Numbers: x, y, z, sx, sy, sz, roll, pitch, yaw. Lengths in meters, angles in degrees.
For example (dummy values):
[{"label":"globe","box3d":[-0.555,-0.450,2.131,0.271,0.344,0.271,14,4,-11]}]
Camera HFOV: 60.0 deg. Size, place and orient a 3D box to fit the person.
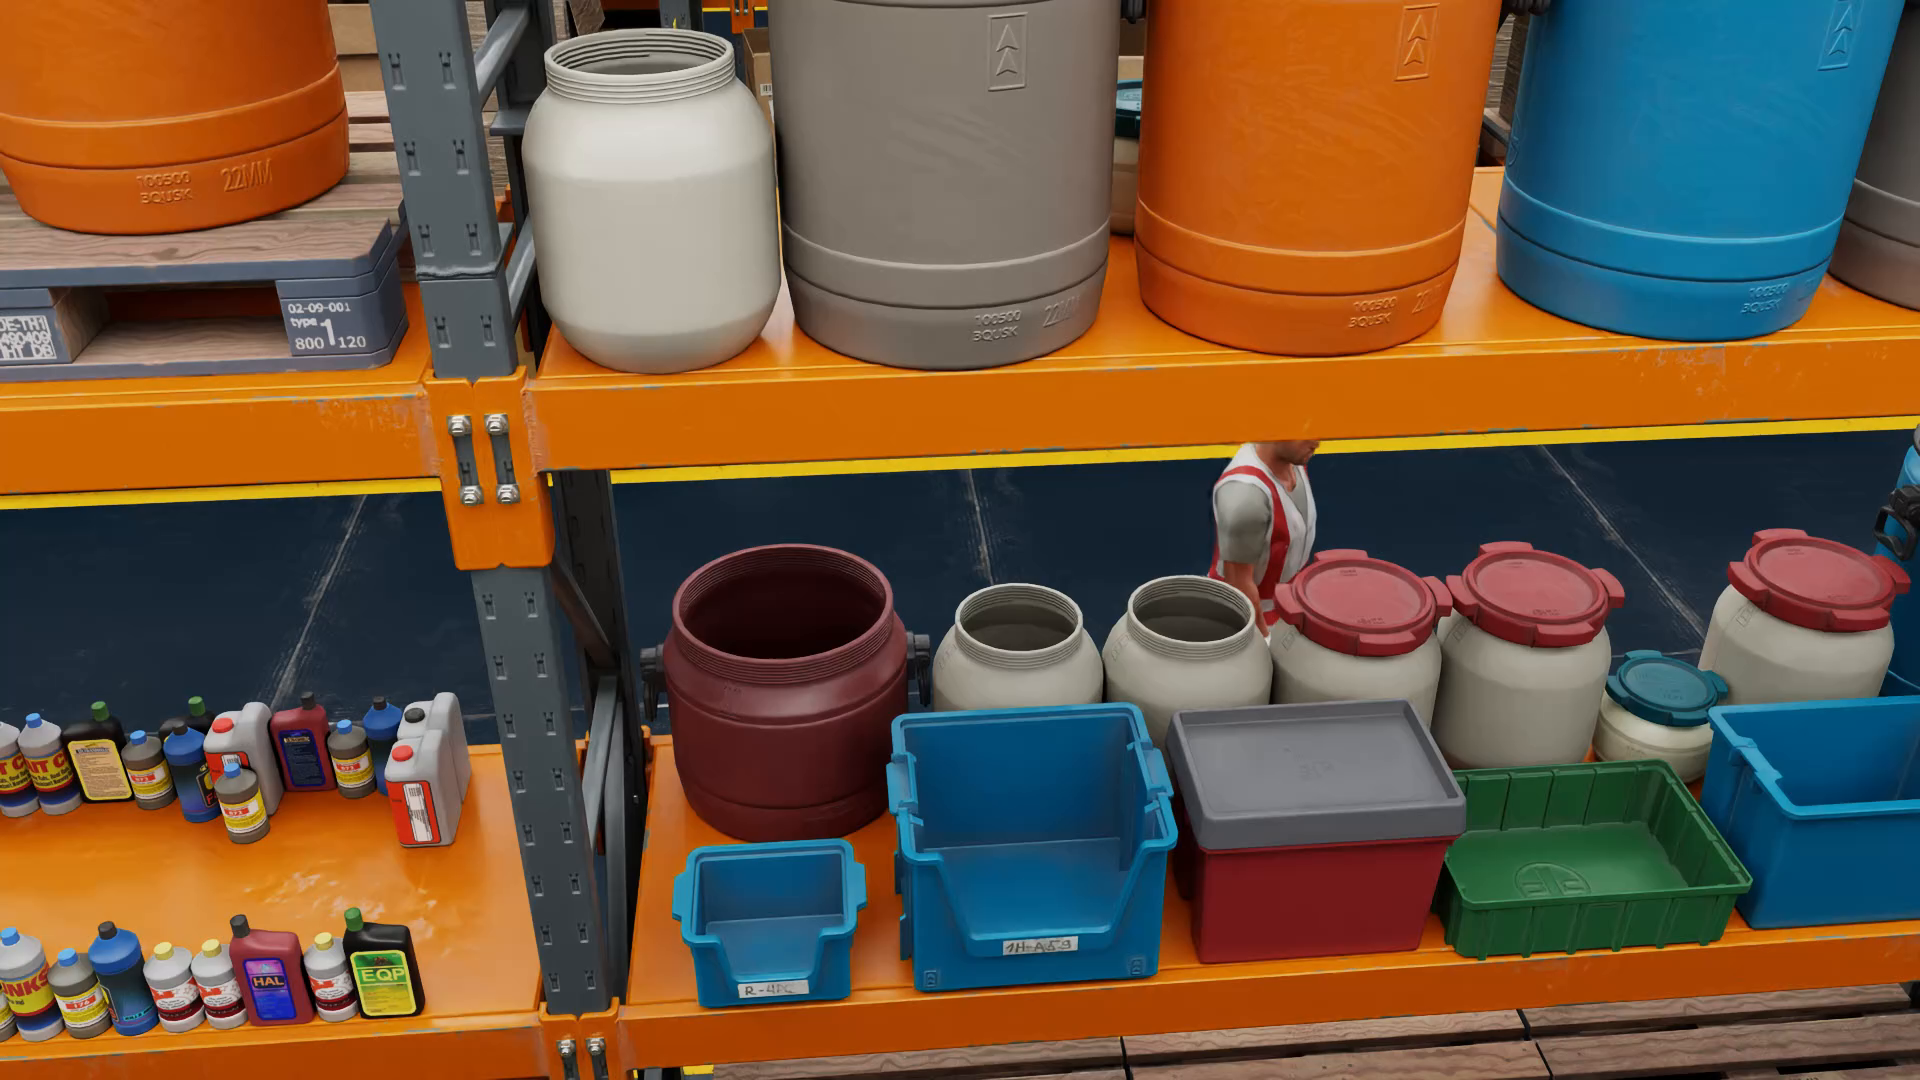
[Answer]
[{"label":"person","box3d":[1.005,0.239,5.701,0.884,1.766,0.549,19,36,29]}]
